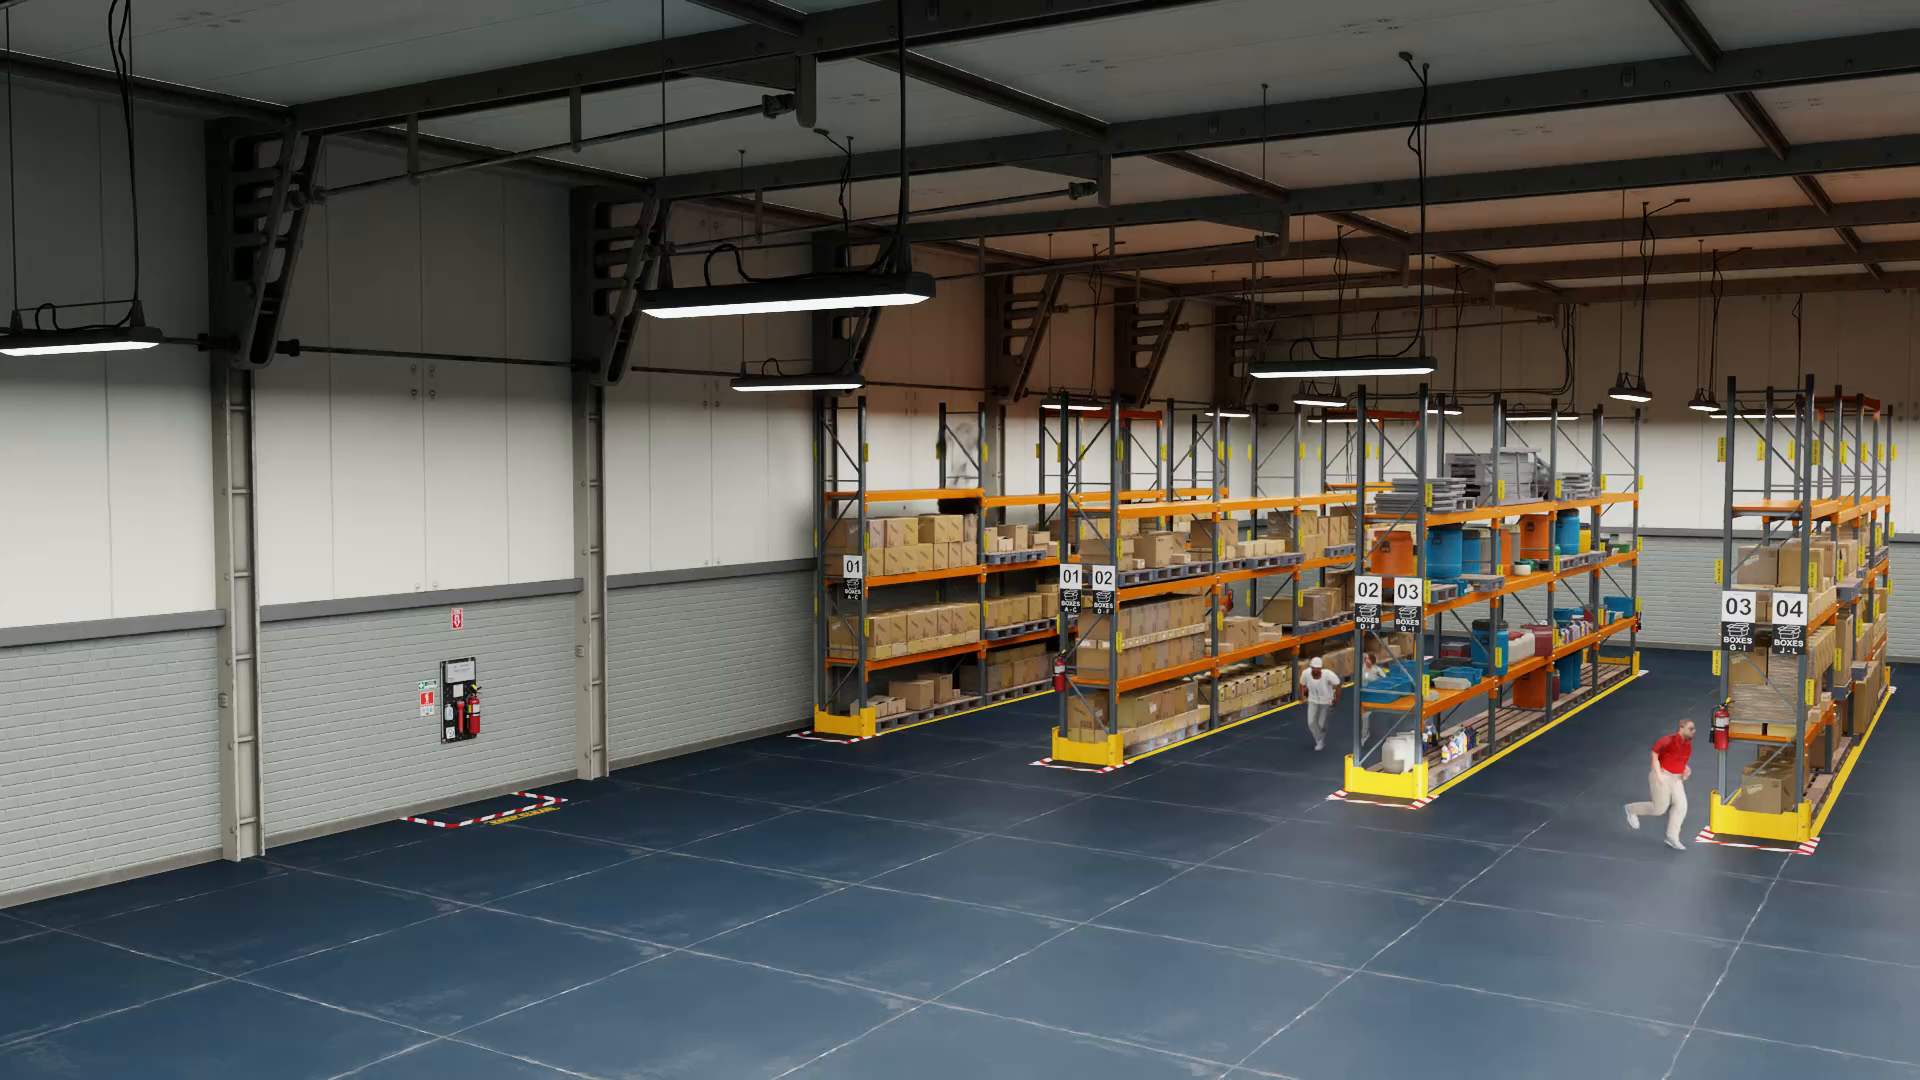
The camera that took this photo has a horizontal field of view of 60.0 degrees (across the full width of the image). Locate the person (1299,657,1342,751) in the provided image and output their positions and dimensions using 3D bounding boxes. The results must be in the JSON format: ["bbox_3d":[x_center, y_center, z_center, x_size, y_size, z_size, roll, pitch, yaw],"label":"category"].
[{"bbox_3d":[6.095,2.742,28.055,0.720,1.602,0.974,1,3,25],"label":"person"}]

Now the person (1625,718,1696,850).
[{"bbox_3d":[8.987,3.082,21.322,0.667,1.688,0.920,-2,4,-38],"label":"person"}]

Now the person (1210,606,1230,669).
[{"bbox_3d":[5.606,2.264,35.335,0.694,1.763,0.991,2,3,27],"label":"person"}]

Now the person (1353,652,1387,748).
[{"bbox_3d":[6.966,2.731,28.356,0.537,1.627,0.695,2,4,38],"label":"person"}]
